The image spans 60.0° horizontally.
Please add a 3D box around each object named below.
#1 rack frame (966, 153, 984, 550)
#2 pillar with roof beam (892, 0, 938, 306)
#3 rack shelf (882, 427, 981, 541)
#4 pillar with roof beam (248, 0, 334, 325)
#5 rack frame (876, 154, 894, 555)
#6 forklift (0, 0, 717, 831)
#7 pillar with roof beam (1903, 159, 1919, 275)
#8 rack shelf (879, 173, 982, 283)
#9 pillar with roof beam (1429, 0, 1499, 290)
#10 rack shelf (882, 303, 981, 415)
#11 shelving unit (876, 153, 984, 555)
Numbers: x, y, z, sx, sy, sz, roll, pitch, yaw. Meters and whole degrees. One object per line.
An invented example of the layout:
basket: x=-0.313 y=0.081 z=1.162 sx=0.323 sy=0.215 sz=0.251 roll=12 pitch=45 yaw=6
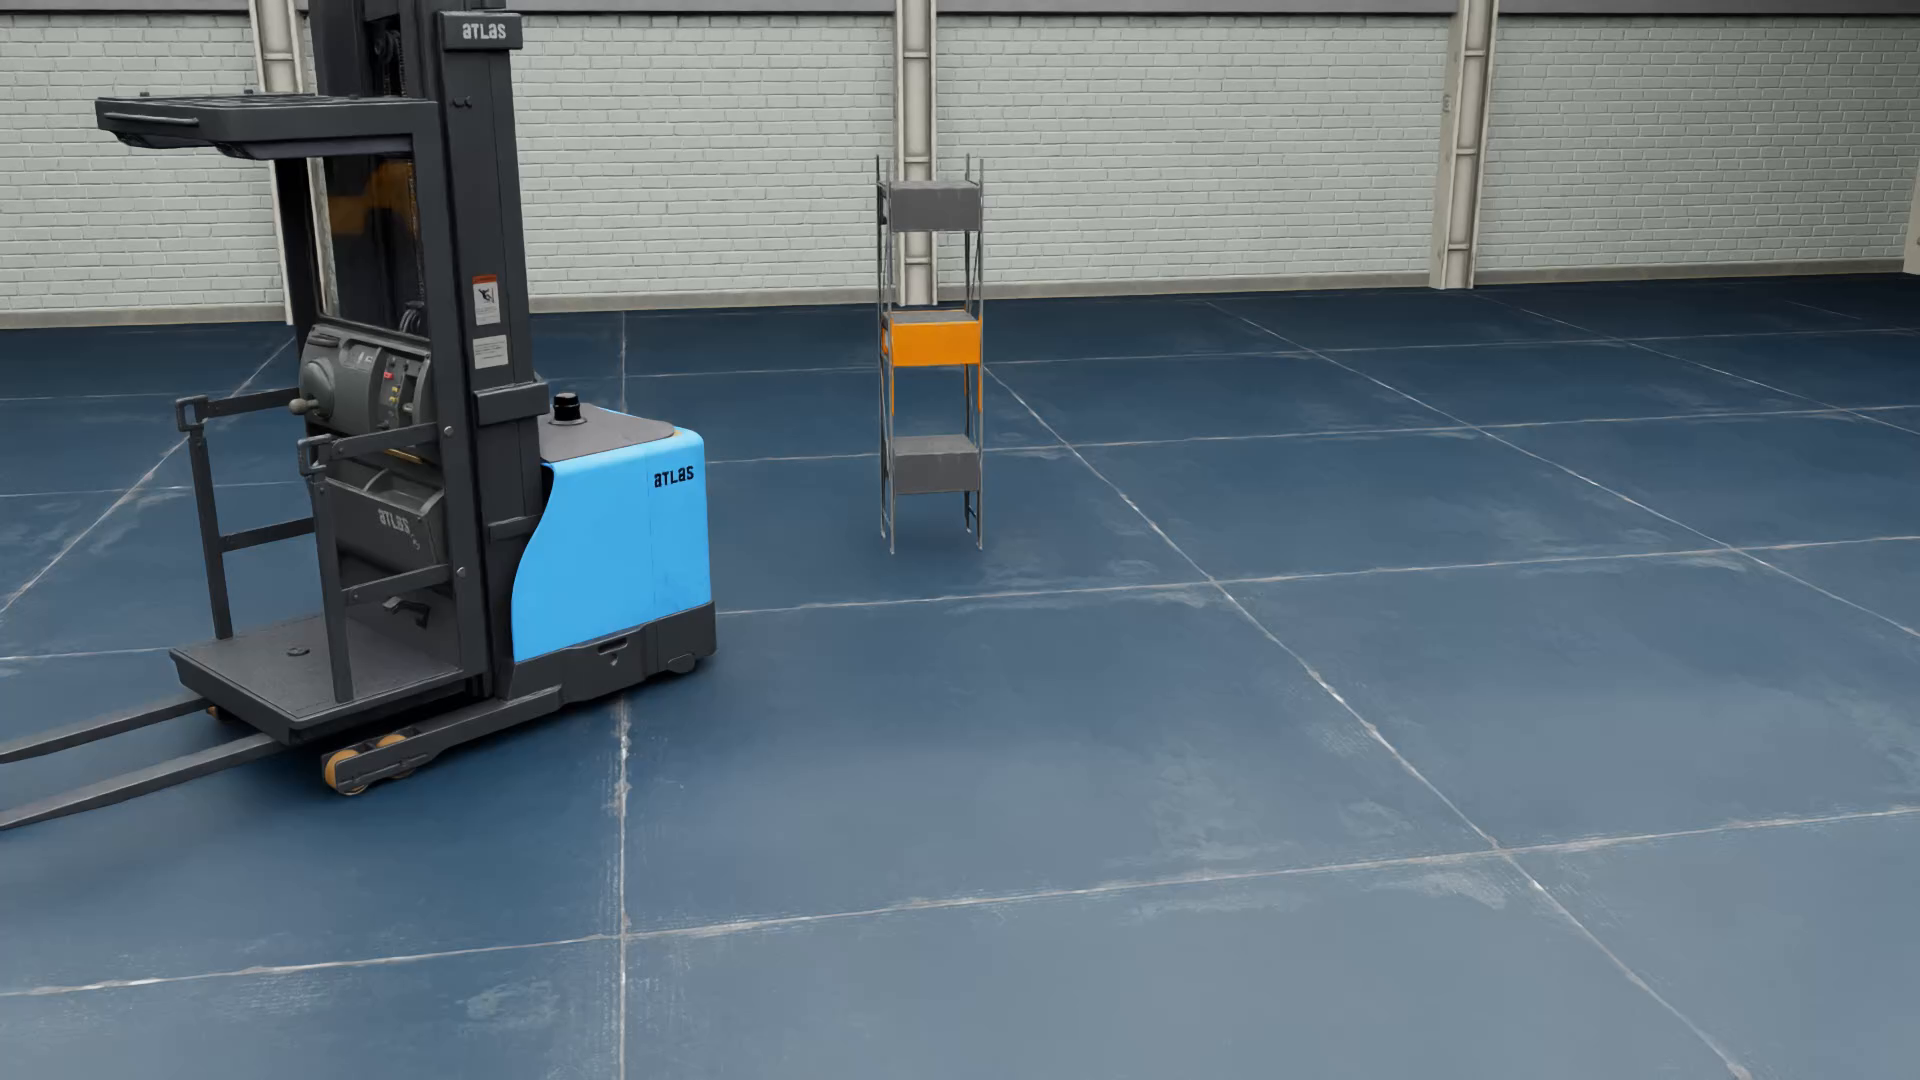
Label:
rack frame: x=0.077 y=-1.008 z=9.018 sx=0.015 sy=2.100 sz=0.400 roll=-3 pitch=17 yaw=-10
pillar with roof beam: x=0.362 y=-5.529 z=11.987 sx=0.400 sy=9.000 sz=9.100 roll=-3 pitch=17 yaw=-10
rack shelf: x=-0.163 y=-0.312 z=9.183 sx=0.480 sy=0.518 sz=0.431 roll=-3 pitch=17 yaw=-10
pillar with roof beam: x=-5.529 y=-5.195 z=10.899 sx=0.400 sy=9.000 sz=9.100 roll=-3 pitch=17 yaw=-10
rack frame: x=-0.402 y=-0.981 z=8.929 sx=0.015 sy=2.100 sz=0.400 roll=-3 pitch=17 yaw=-10
forklift: x=-2.459 y=-0.617 z=6.328 sx=1.130 sy=2.935 sz=3.031 roll=15 pitch=23 yaw=40
pillar with roof beam: x=12.144 y=-6.197 z=14.163 sx=0.400 sy=9.000 sz=9.100 roll=-3 pitch=17 yaw=-10
rack shelf: x=-0.163 y=-1.651 z=8.772 sx=0.480 sy=0.518 sz=0.431 roll=-3 pitch=17 yaw=-10
pillar with roof beam: x=6.253 y=-5.863 z=13.075 sx=0.400 sy=9.000 sz=9.100 roll=-3 pitch=17 yaw=-10
rack shelf: x=-0.163 y=-0.981 z=8.978 sx=0.480 sy=0.518 sz=0.431 roll=-3 pitch=17 yaw=-10
shelving unit: x=-0.163 y=-0.995 z=8.973 sx=0.503 sy=2.100 sz=0.431 roll=-3 pitch=17 yaw=-10
